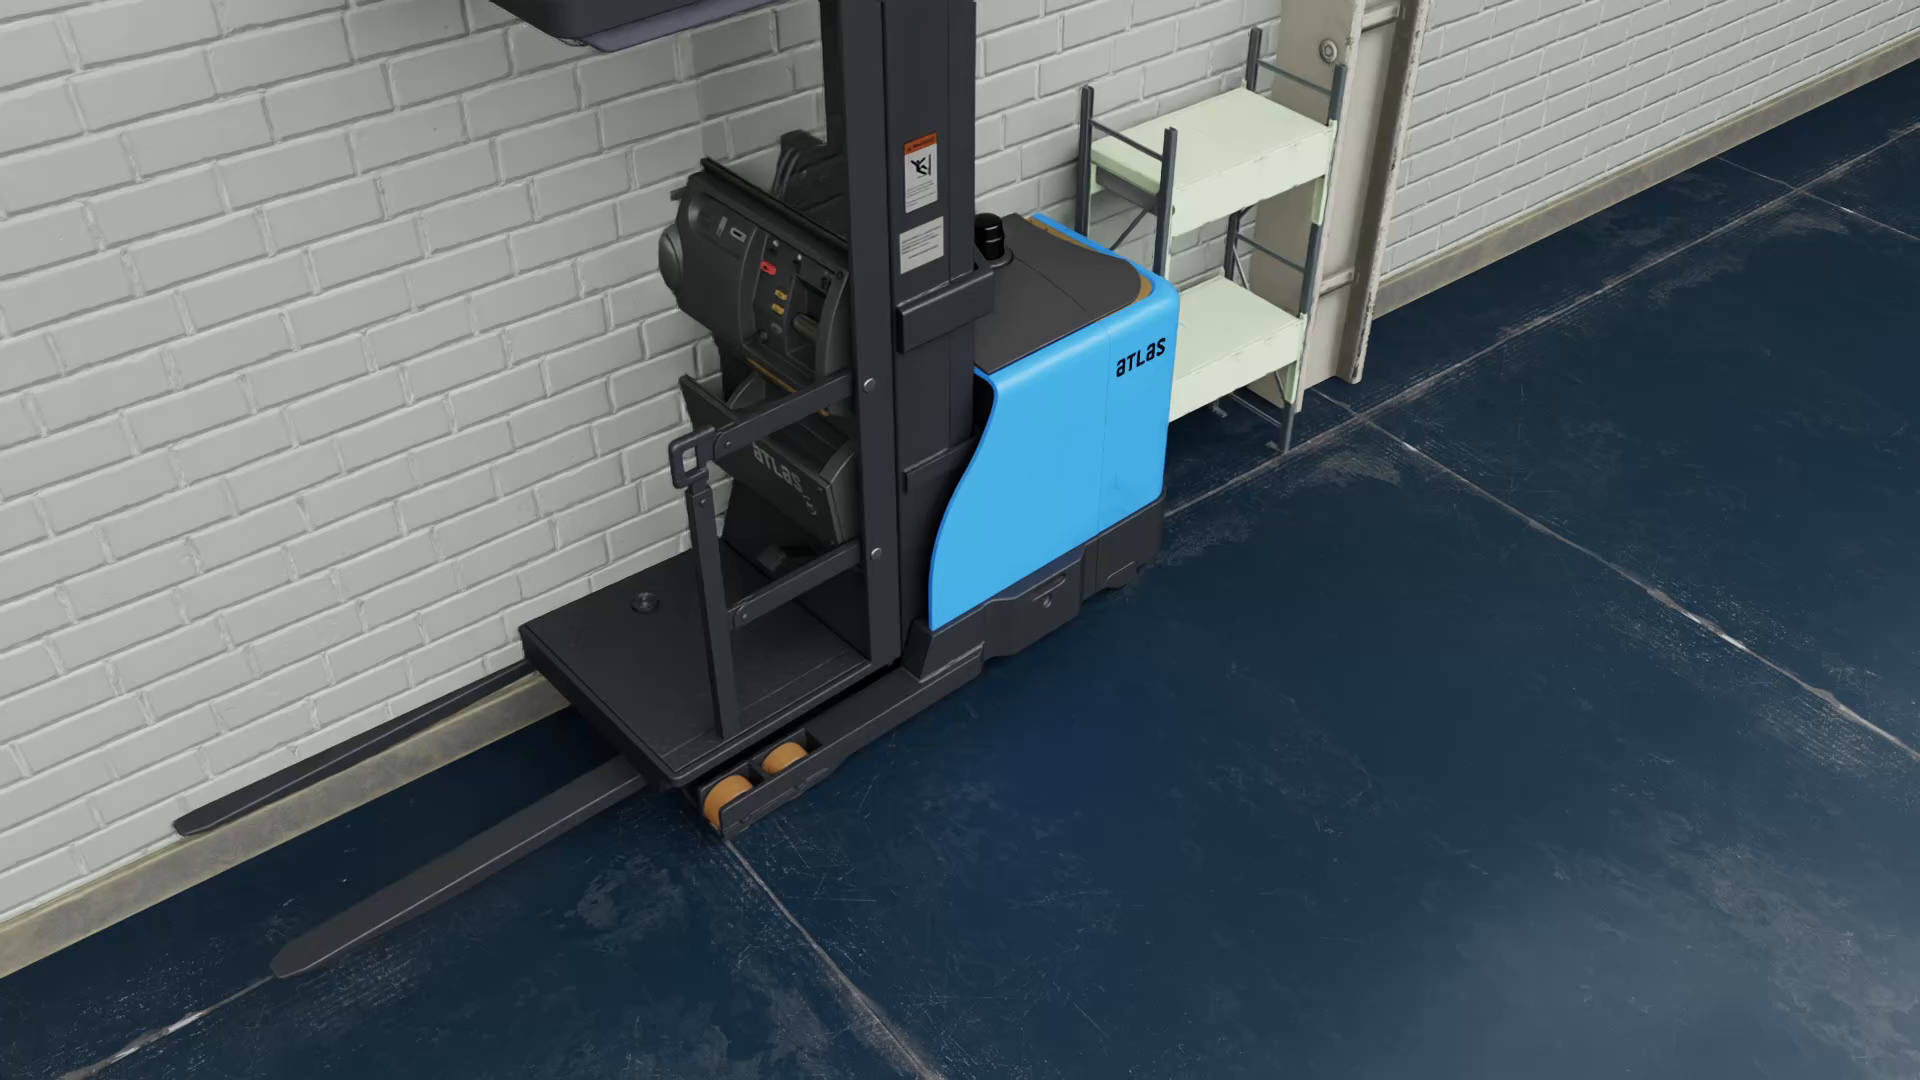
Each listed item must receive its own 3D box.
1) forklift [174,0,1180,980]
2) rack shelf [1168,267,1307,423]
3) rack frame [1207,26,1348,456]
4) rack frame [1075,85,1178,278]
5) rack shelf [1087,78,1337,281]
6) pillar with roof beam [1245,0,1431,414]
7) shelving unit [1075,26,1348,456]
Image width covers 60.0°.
[{"bbox_3d":[-0.760,-0.675,4.262,3.031,2.935,1.130,-29,48,-31],"label":"forklift"},{"bbox_3d":[0.791,-0.599,5.811,0.720,0.370,0.431,-26,46,-29],"label":"rack shelf"},{"bbox_3d":[1.079,-0.994,5.779,0.023,1.500,0.400,-26,46,-29],"label":"rack frame"},{"bbox_3d":[0.503,-0.707,5.430,0.023,1.500,0.400,-26,46,-29],"label":"rack frame"},{"bbox_3d":[0.791,-1.152,5.357,0.720,0.370,0.431,-26,46,-29],"label":"rack shelf"},{"bbox_3d":[3.949,-1.944,1.024,0.400,9.000,9.100,-26,46,-28],"label":"pillar with roof beam"},{"bbox_3d":[0.791,-0.851,5.604,0.755,1.500,0.431,-26,46,-29],"label":"shelving unit"}]
